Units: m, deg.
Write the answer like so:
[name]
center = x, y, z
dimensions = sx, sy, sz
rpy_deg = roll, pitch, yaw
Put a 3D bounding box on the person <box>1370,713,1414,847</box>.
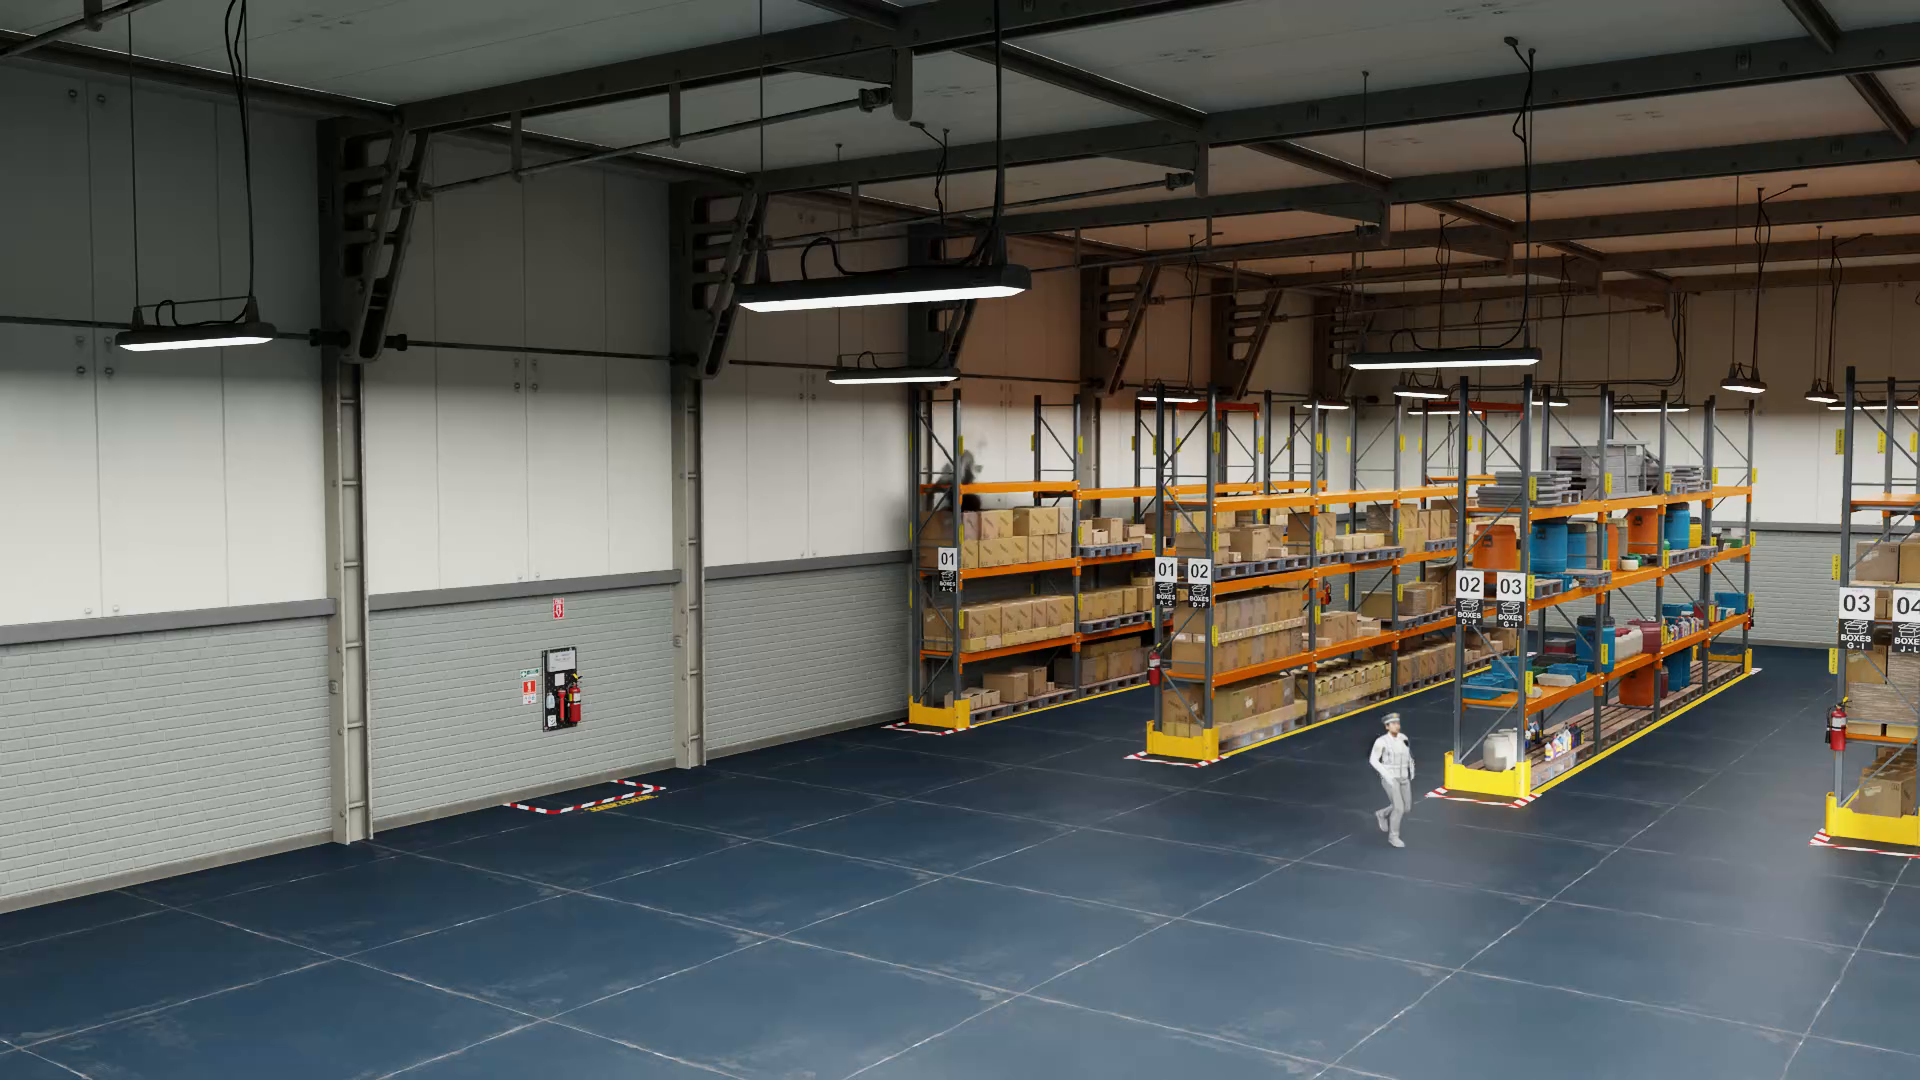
[person]
center = 5.430, 2.987, 20.935
dimensions = 0.616, 1.673, 0.538
rpy_deg = -1, 4, -24
